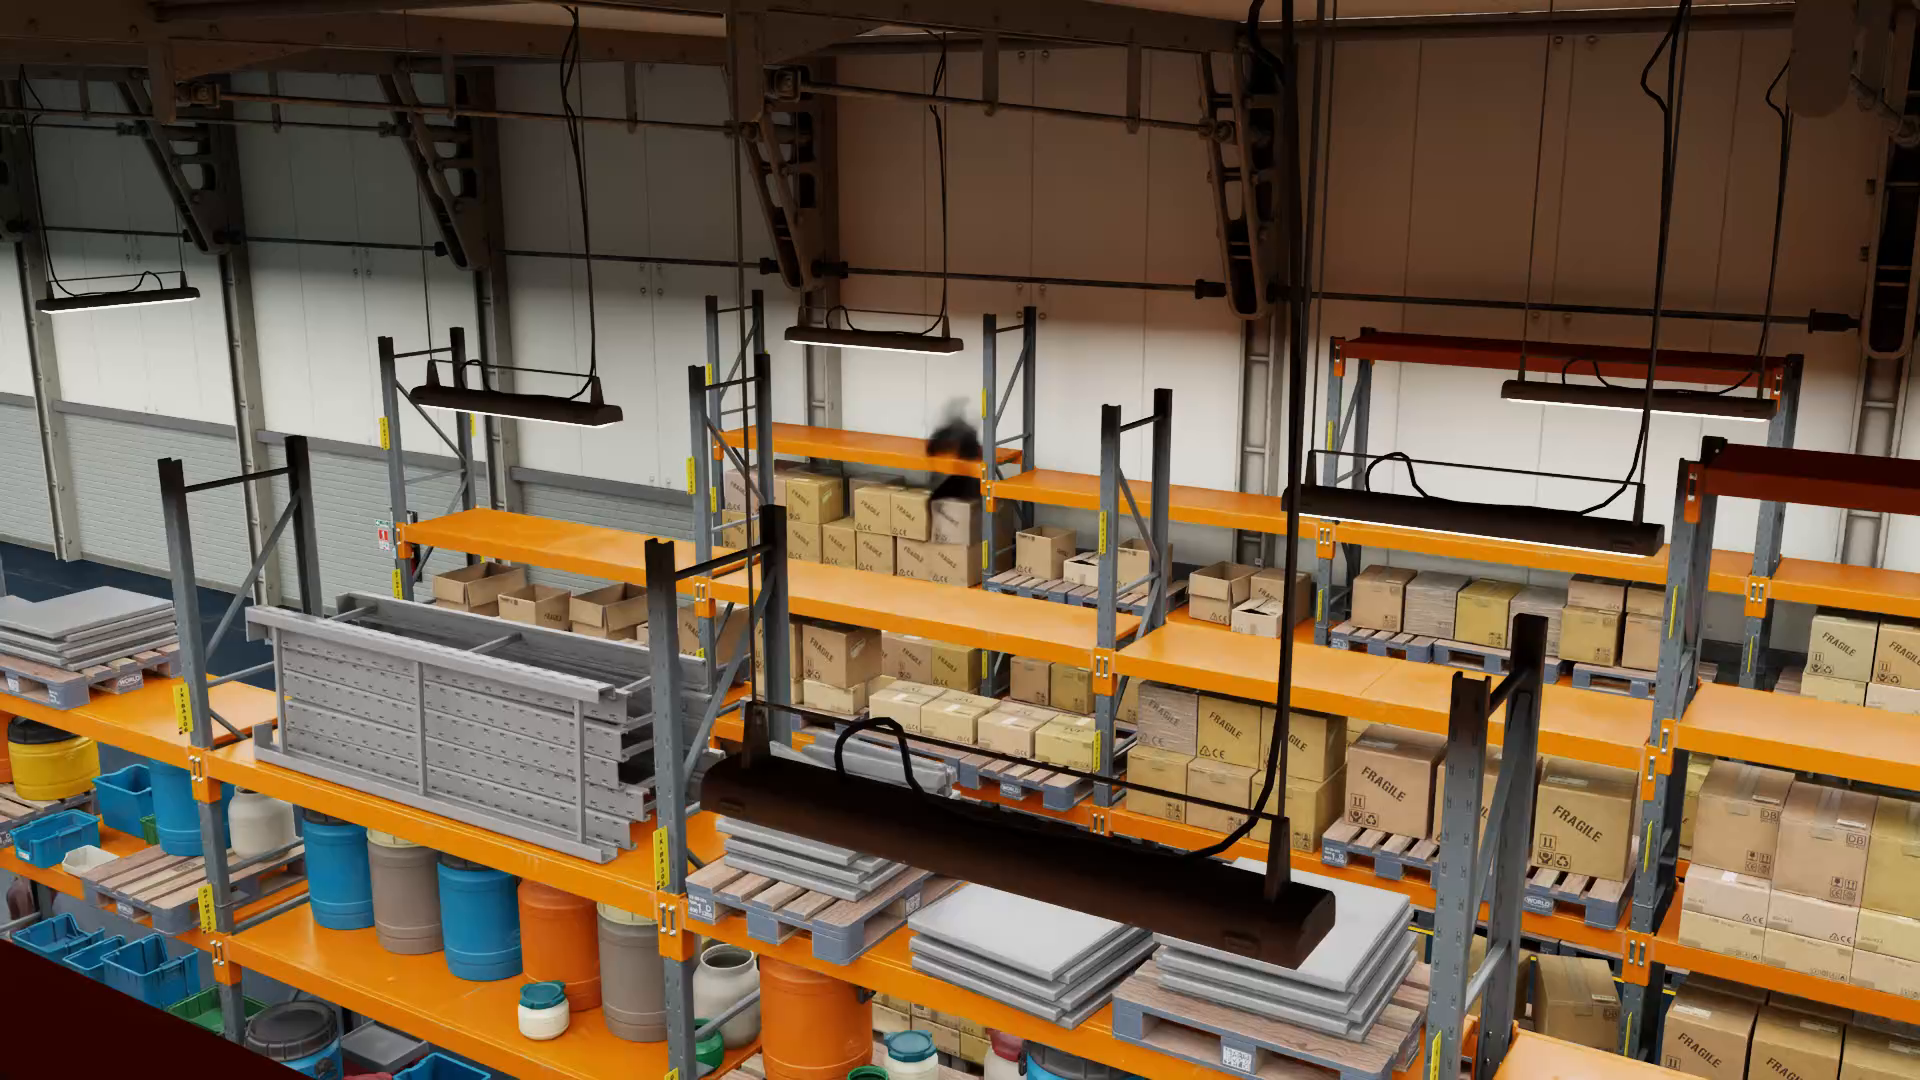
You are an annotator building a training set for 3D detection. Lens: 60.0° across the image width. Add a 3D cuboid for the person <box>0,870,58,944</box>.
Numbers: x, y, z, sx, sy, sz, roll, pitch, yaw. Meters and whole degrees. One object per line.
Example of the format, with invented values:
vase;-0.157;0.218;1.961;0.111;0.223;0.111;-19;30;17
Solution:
person;-8.417;3.623;15.135;0.680;1.650;0.737;-4;14;-14
